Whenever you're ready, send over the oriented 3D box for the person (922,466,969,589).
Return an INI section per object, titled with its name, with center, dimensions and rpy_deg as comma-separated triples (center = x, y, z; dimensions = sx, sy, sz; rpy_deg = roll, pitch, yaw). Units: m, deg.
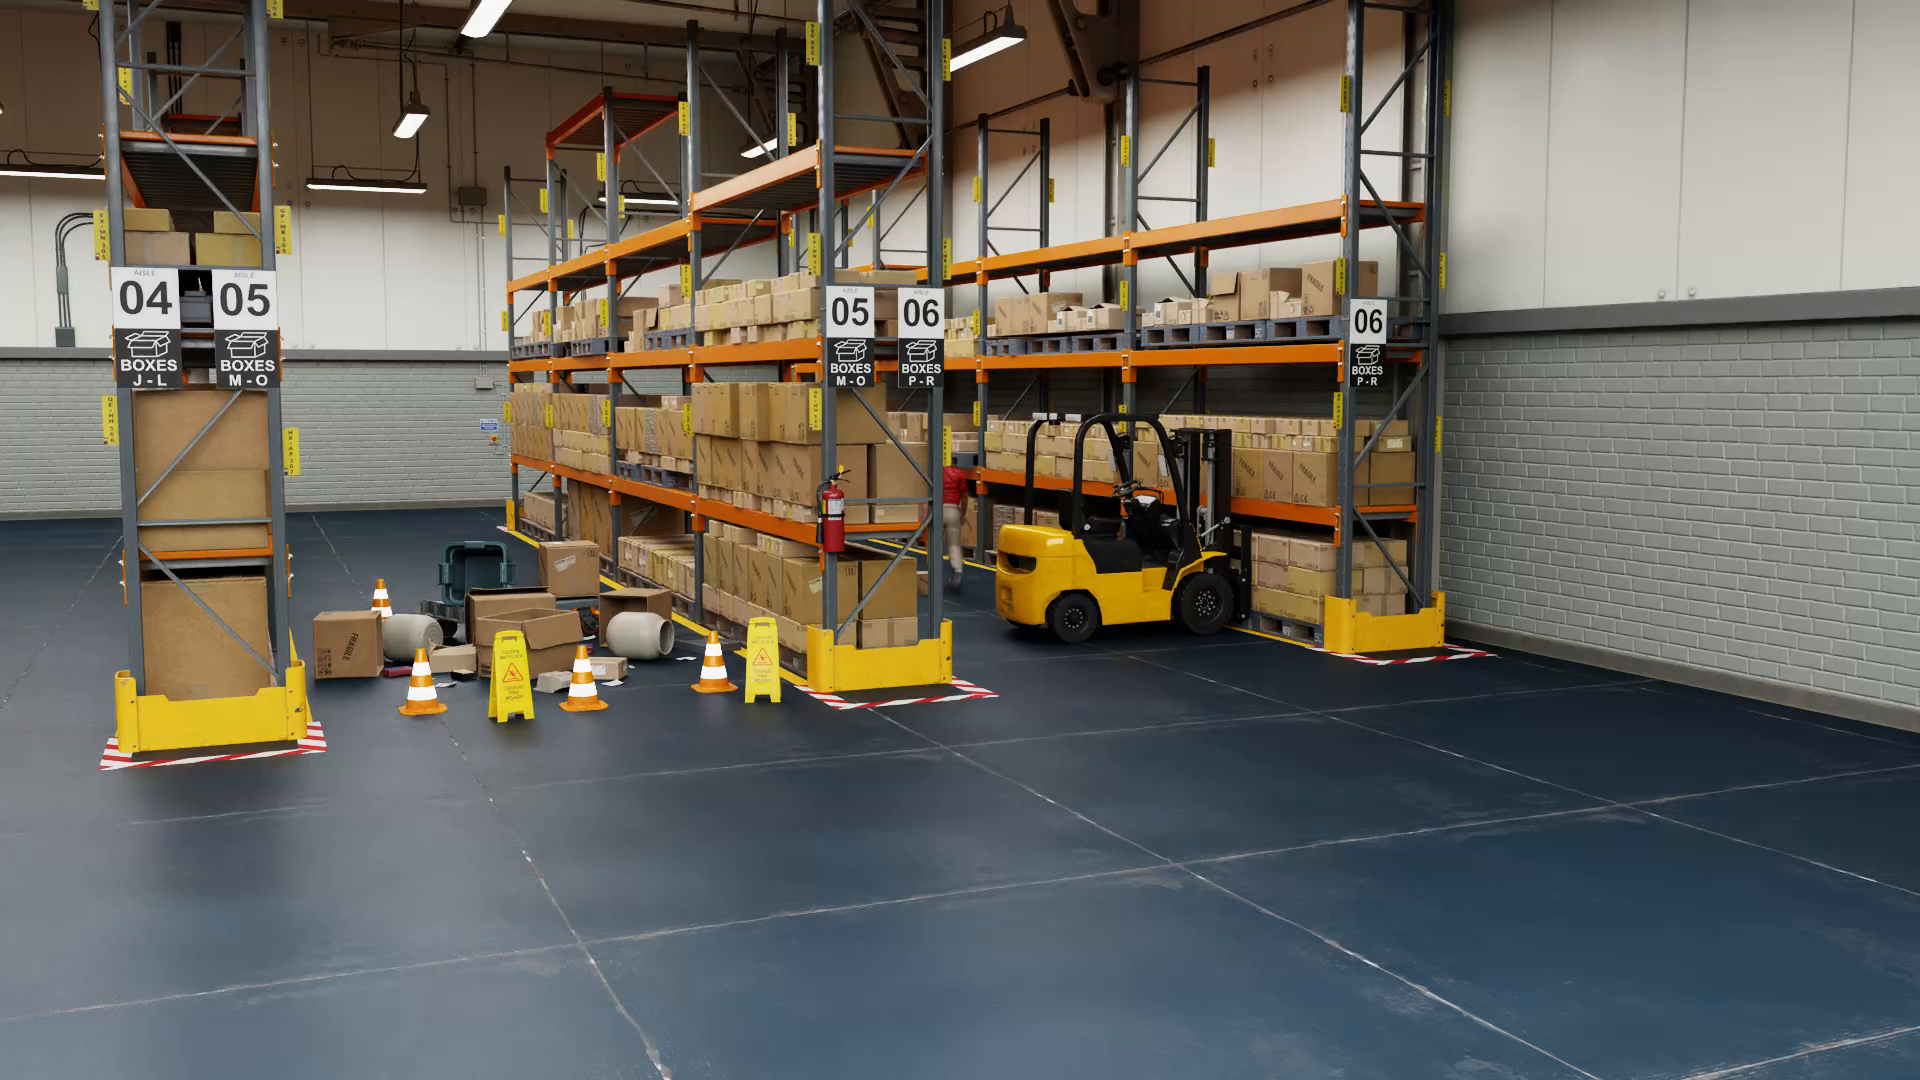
[person]
center = -0.177, -0.275, 19.887
dimensions = 0.585, 1.655, 1.053
rpy_deg = -1, 5, -6
